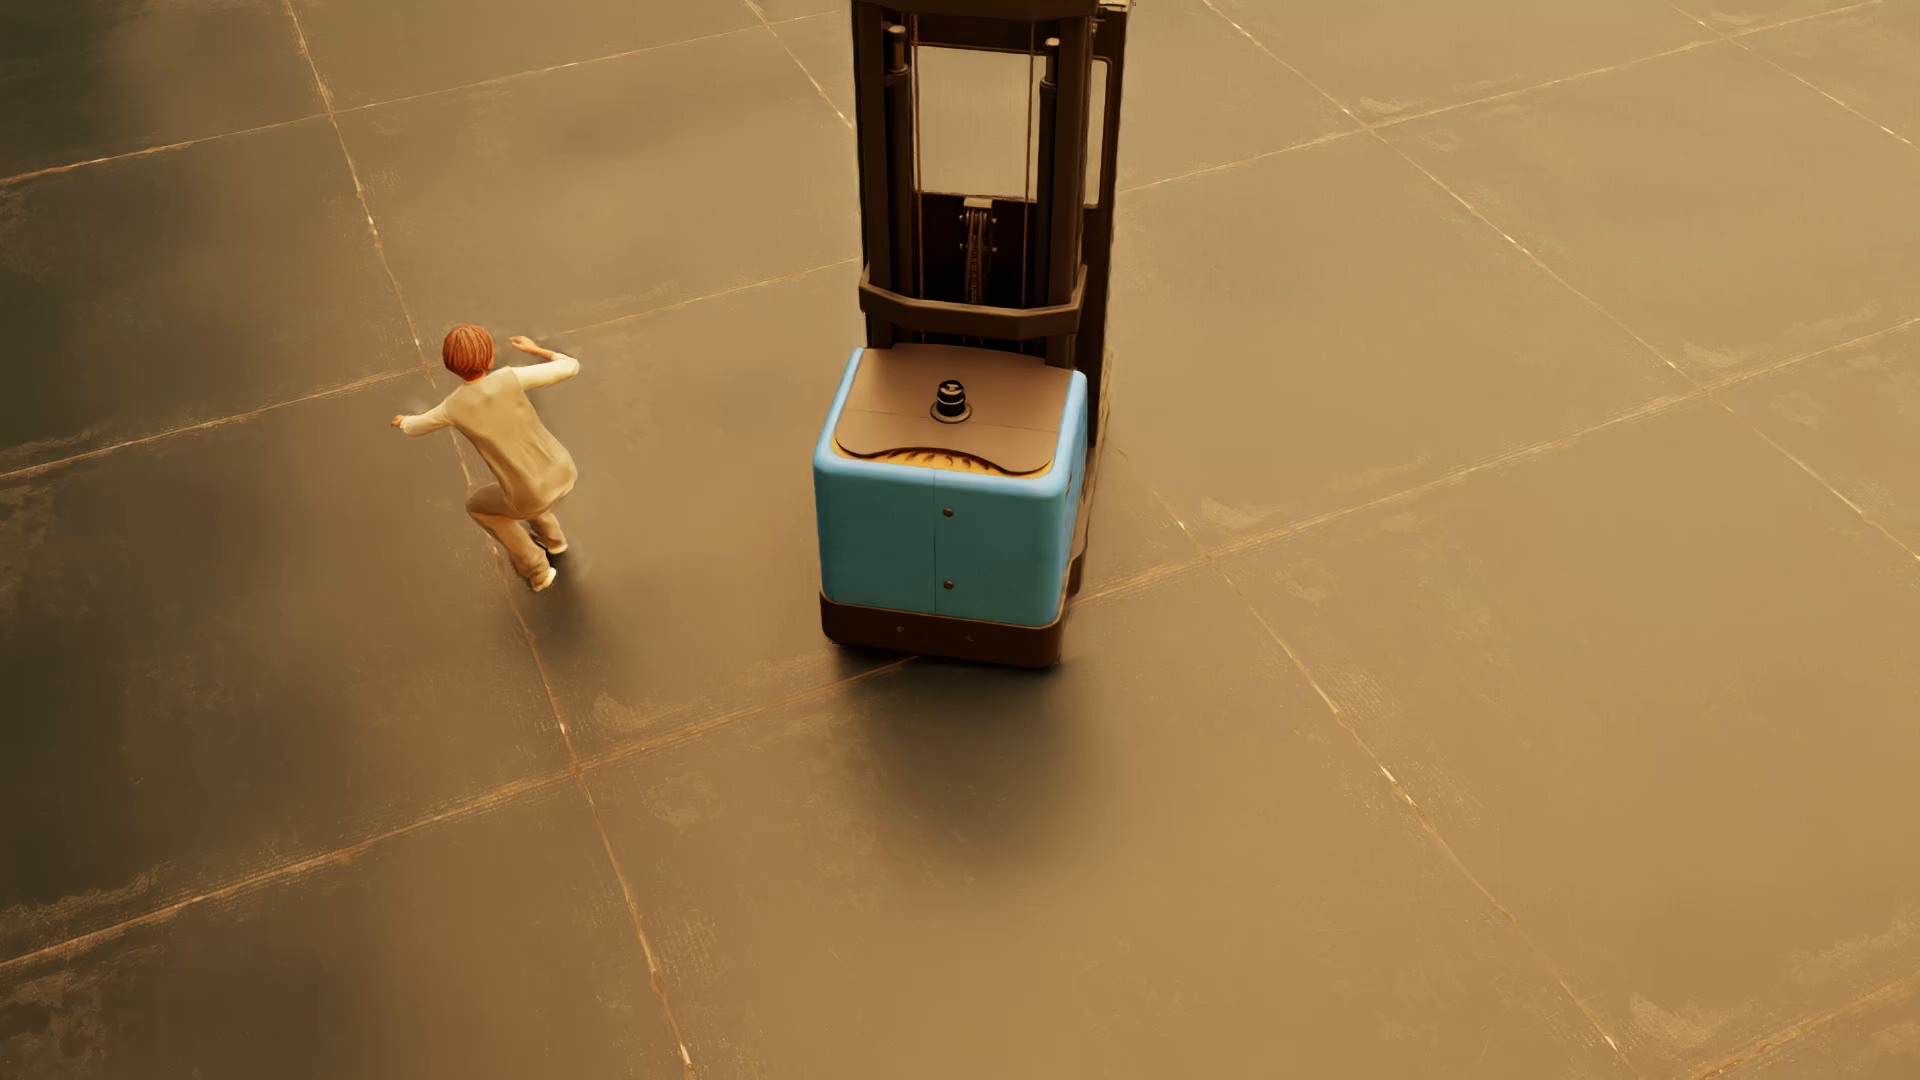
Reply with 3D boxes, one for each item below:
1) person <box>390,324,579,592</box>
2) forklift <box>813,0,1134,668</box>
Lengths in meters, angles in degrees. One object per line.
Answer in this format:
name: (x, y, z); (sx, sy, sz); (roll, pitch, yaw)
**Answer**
person: (-2.024, -0.423, 7.313); (0.881, 1.324, 0.680); (32, 52, 30)
forklift: (0.158, -1.539, 7.329); (1.130, 2.935, 3.031); (7, 43, 7)
